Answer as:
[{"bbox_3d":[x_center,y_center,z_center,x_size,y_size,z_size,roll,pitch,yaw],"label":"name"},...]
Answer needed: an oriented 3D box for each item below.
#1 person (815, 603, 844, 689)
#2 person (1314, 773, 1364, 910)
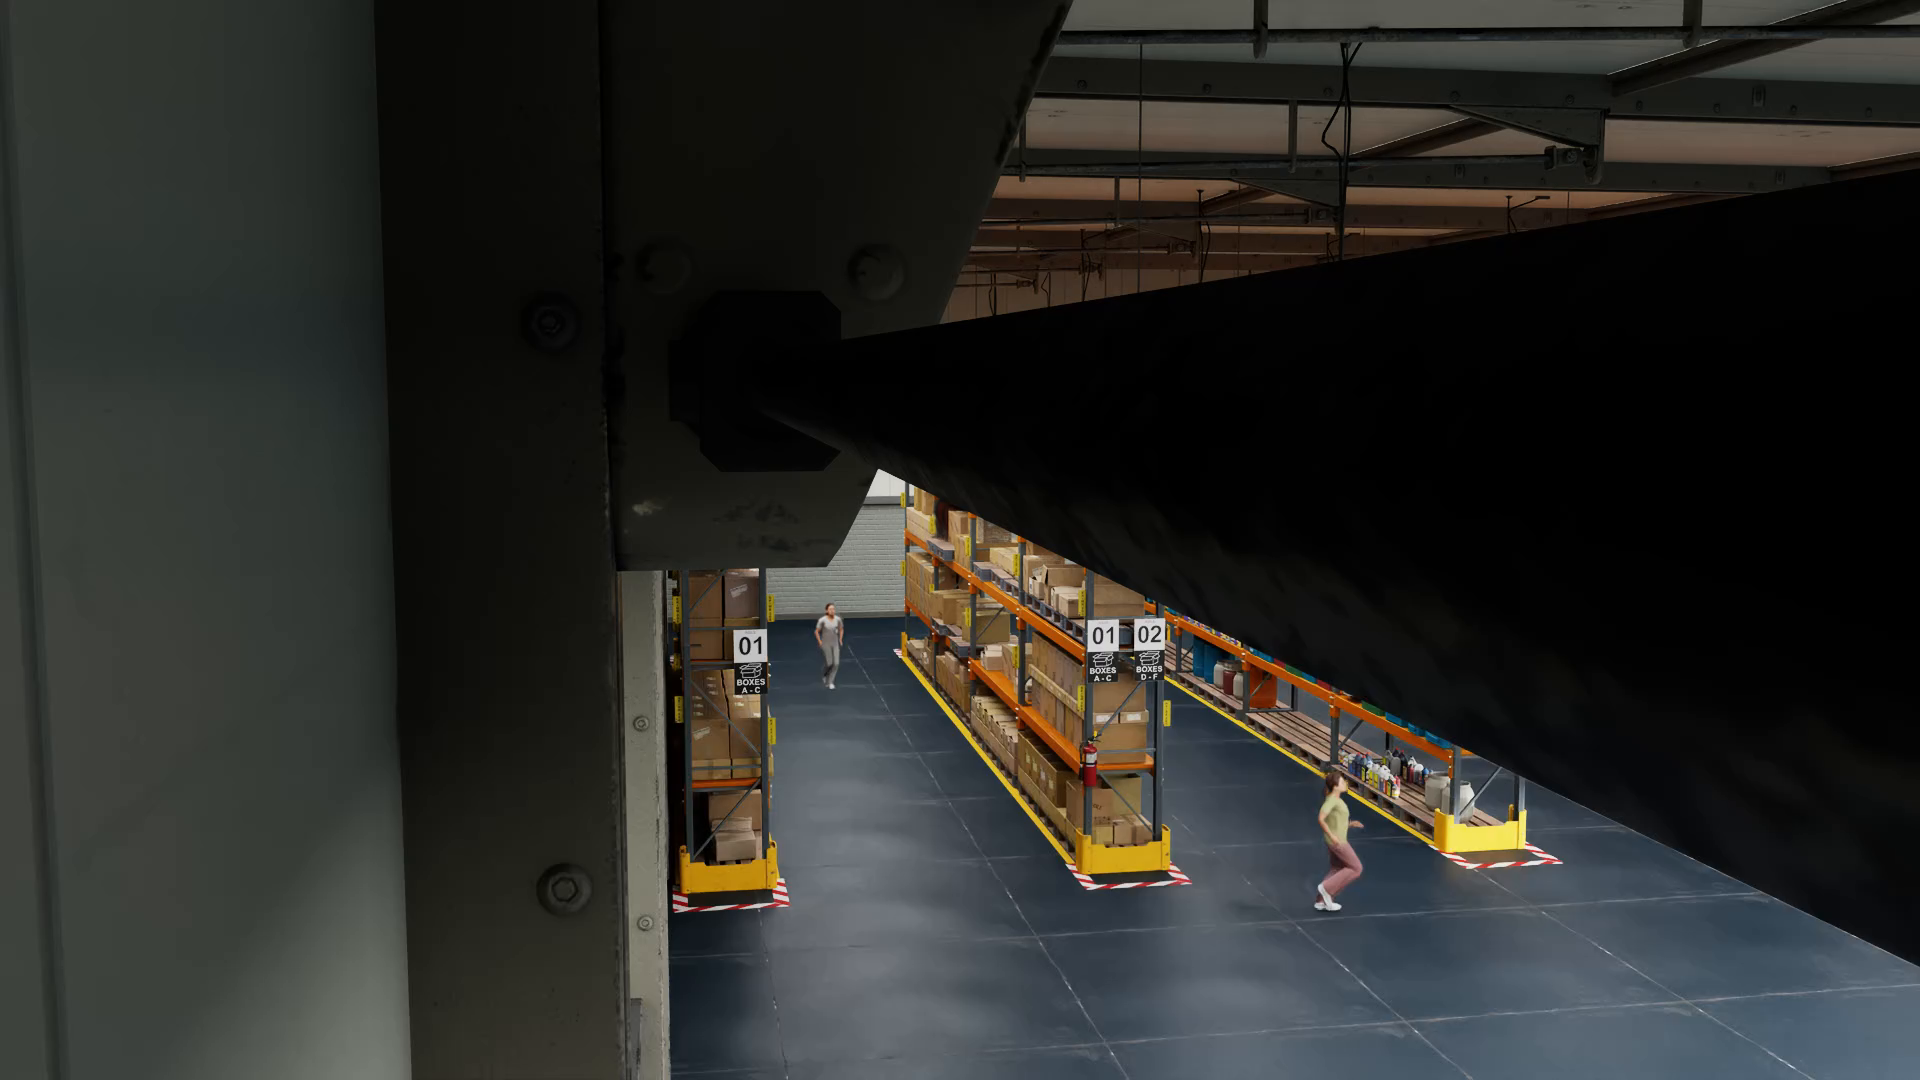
[{"bbox_3d":[-2.443,1.988,31.349,0.555,1.628,0.487,-2,6,-21],"label":"person"},{"bbox_3d":[4.413,3.511,19.327,0.548,1.630,0.573,1,6,9],"label":"person"}]
